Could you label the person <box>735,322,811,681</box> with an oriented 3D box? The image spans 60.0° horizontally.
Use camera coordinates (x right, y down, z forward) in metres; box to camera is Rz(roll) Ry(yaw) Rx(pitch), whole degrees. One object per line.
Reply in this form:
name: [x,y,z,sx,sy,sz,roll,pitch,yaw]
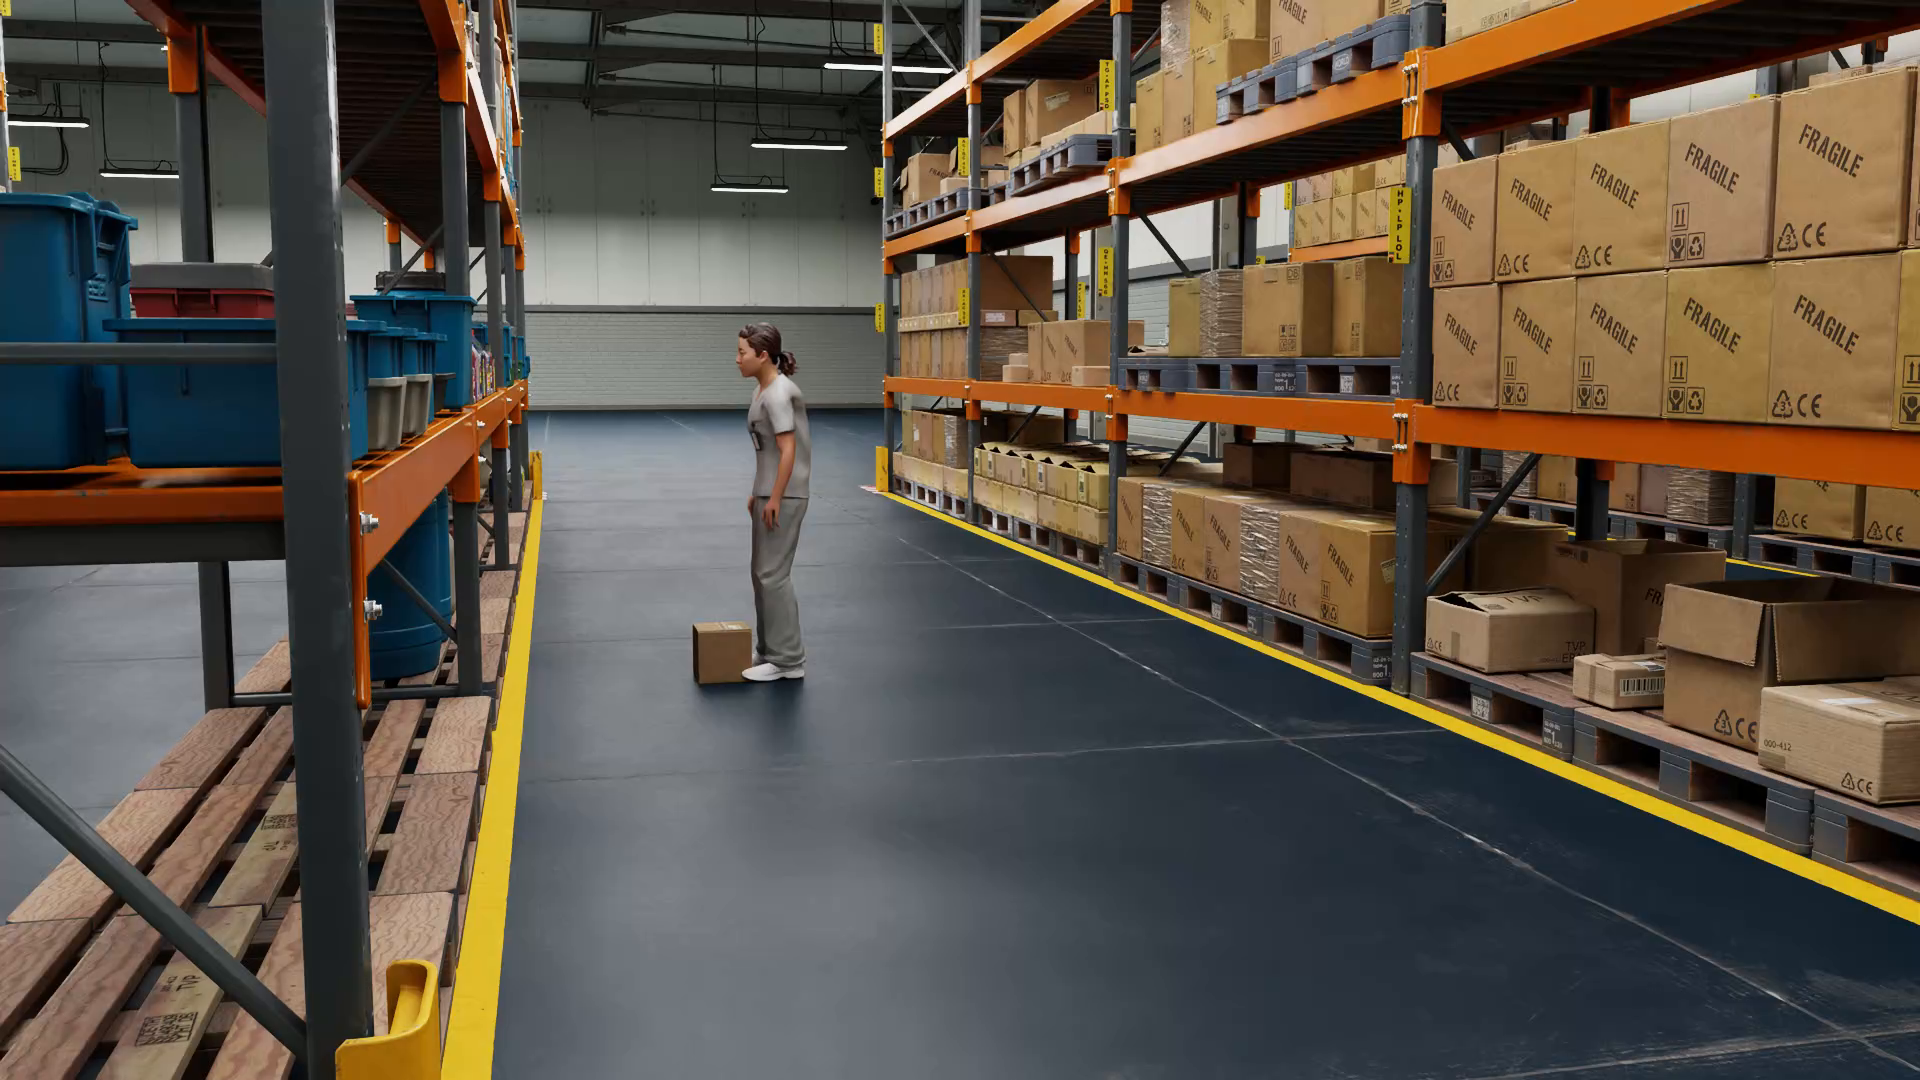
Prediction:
person: [-0.886,-0.185,7.845,0.352,1.673,0.508,-2,6,-16]
